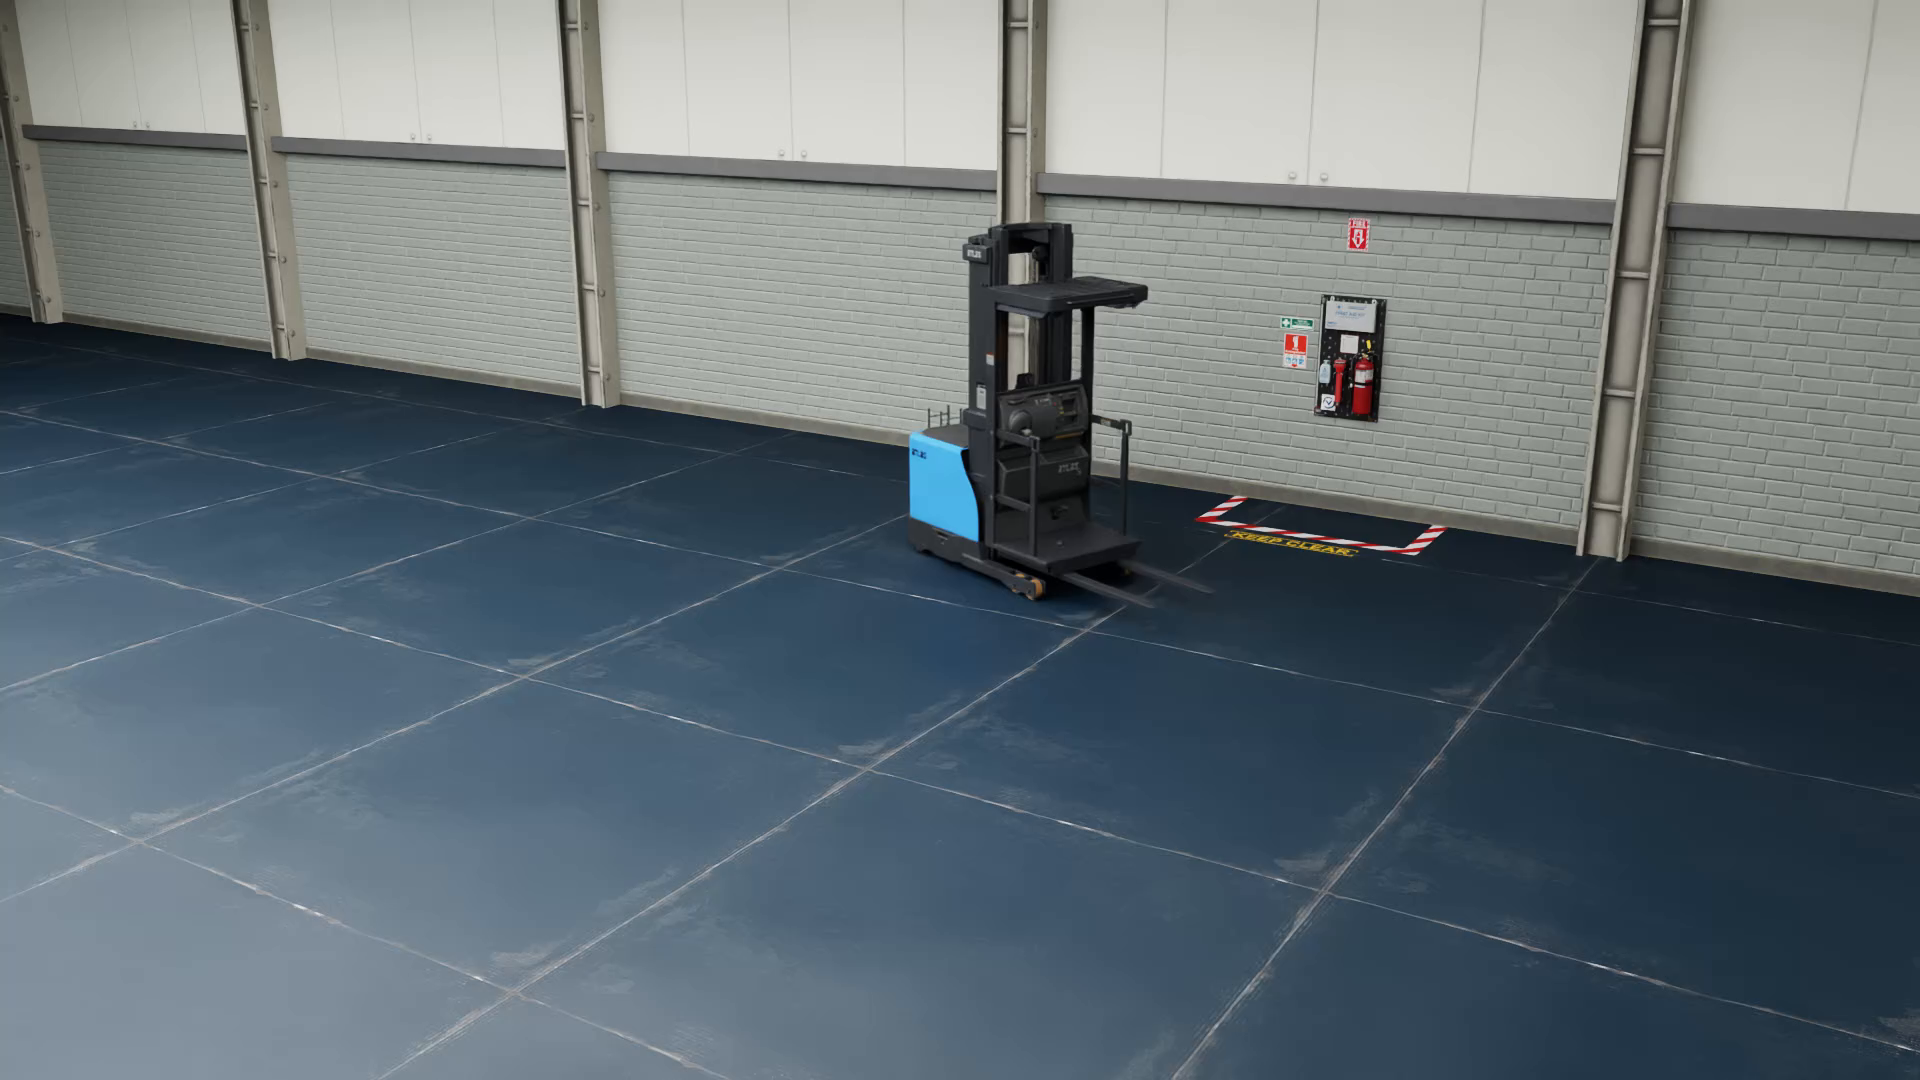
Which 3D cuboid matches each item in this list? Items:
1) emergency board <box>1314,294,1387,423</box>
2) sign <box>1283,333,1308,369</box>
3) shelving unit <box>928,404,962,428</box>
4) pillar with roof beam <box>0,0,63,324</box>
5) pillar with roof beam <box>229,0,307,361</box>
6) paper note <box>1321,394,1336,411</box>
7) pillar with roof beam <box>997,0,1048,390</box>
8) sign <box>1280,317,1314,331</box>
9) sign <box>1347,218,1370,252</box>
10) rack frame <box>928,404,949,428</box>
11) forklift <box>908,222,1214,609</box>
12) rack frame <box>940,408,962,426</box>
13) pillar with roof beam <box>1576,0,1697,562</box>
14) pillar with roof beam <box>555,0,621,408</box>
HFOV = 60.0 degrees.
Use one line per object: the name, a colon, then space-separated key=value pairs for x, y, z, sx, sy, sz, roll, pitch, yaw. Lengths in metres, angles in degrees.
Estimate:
emergency board: x=3.650 y=-1.696 z=15.674 sx=0.643 sy=1.169 sz=0.194 roll=10 pitch=20 yaw=30
sign: x=3.233 y=-1.823 z=16.030 sx=0.234 sy=0.329 sz=0.001 roll=10 pitch=20 yaw=30
shelving unit: x=-0.138 y=-0.623 z=15.237 sx=0.258 sy=1.200 sz=0.189 roll=-13 pitch=21 yaw=-36
pillar with roof beam: x=-16.968 y=-6.766 z=22.041 sx=0.400 sy=9.000 sz=9.100 roll=10 pitch=20 yaw=30
pillar with roof beam: x=-11.856 y=-5.853 z=19.037 sx=0.400 sy=9.000 sz=9.100 roll=10 pitch=20 yaw=30
paper note: x=3.535 y=-1.319 z=15.947 sx=0.142 sy=0.148 sz=0.016 roll=10 pitch=20 yaw=30
pillar with roof beam: x=-1.630 y=-4.028 z=13.028 sx=0.400 sy=9.000 sz=9.100 roll=10 pitch=20 yaw=30
sign: x=3.232 y=-2.074 z=15.943 sx=0.331 sy=0.109 sz=0.001 roll=10 pitch=20 yaw=30
sign: x=3.695 y=-2.832 z=15.422 sx=0.199 sy=0.298 sz=0.001 roll=10 pitch=20 yaw=30
rack frame: x=-0.194 y=-0.644 z=15.306 sx=0.240 sy=1.200 sz=0.006 roll=-13 pitch=21 yaw=-36
forklift: x=0.829 y=-1.076 z=13.748 sx=1.130 sy=2.935 sz=3.031 roll=-13 pitch=21 yaw=-36
rack frame: x=-0.083 y=-0.602 z=15.167 sx=0.240 sy=1.200 sz=0.006 roll=-13 pitch=21 yaw=-36
pillar with roof beam: x=3.483 y=-3.115 z=10.023 sx=0.400 sy=9.000 sz=9.100 roll=10 pitch=20 yaw=30
pillar with roof beam: x=-6.743 y=-4.941 z=16.032 sx=0.400 sy=9.000 sz=9.100 roll=10 pitch=20 yaw=30
